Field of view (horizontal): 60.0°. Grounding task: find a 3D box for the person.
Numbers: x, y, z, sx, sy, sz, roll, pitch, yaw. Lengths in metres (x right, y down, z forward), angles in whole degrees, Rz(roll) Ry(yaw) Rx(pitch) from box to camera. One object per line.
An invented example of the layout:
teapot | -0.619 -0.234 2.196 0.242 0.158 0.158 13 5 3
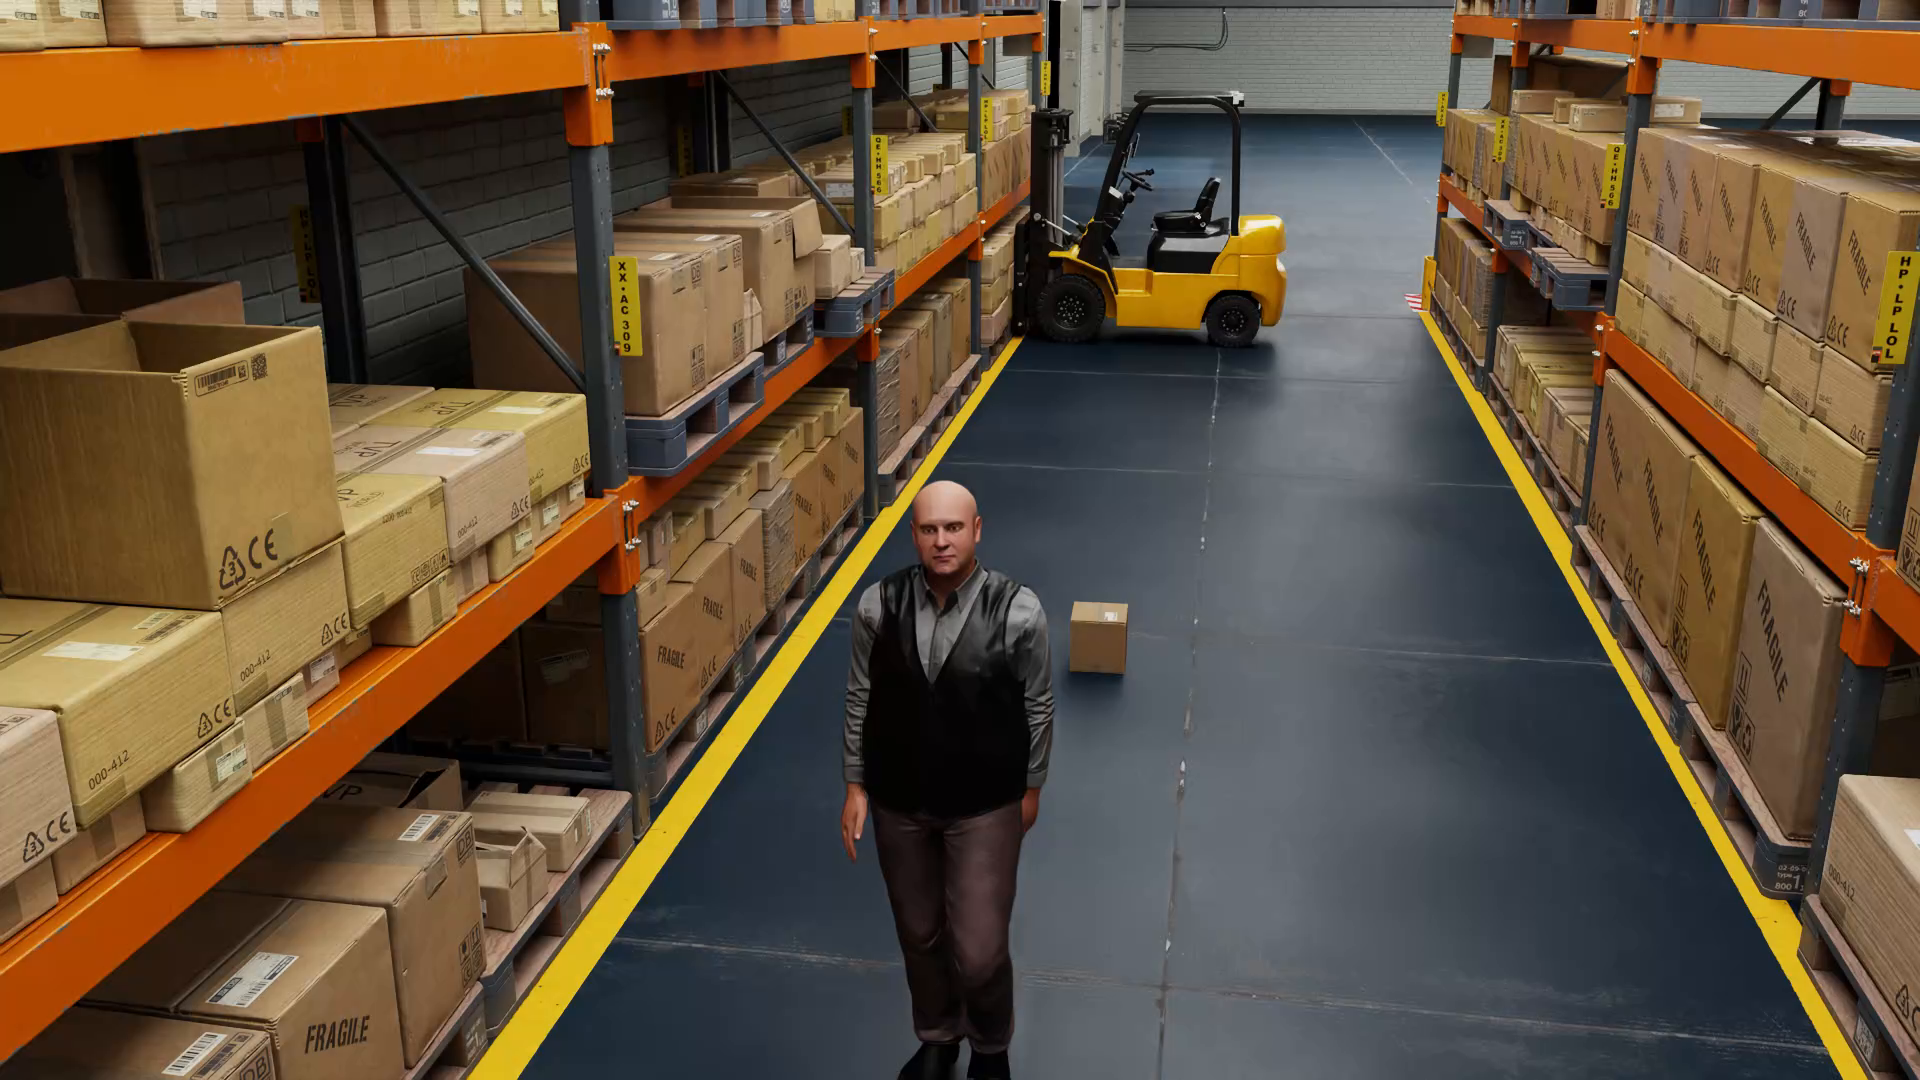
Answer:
person | -0.053 0.716 4.331 0.539 1.748 0.472 5 18 15
